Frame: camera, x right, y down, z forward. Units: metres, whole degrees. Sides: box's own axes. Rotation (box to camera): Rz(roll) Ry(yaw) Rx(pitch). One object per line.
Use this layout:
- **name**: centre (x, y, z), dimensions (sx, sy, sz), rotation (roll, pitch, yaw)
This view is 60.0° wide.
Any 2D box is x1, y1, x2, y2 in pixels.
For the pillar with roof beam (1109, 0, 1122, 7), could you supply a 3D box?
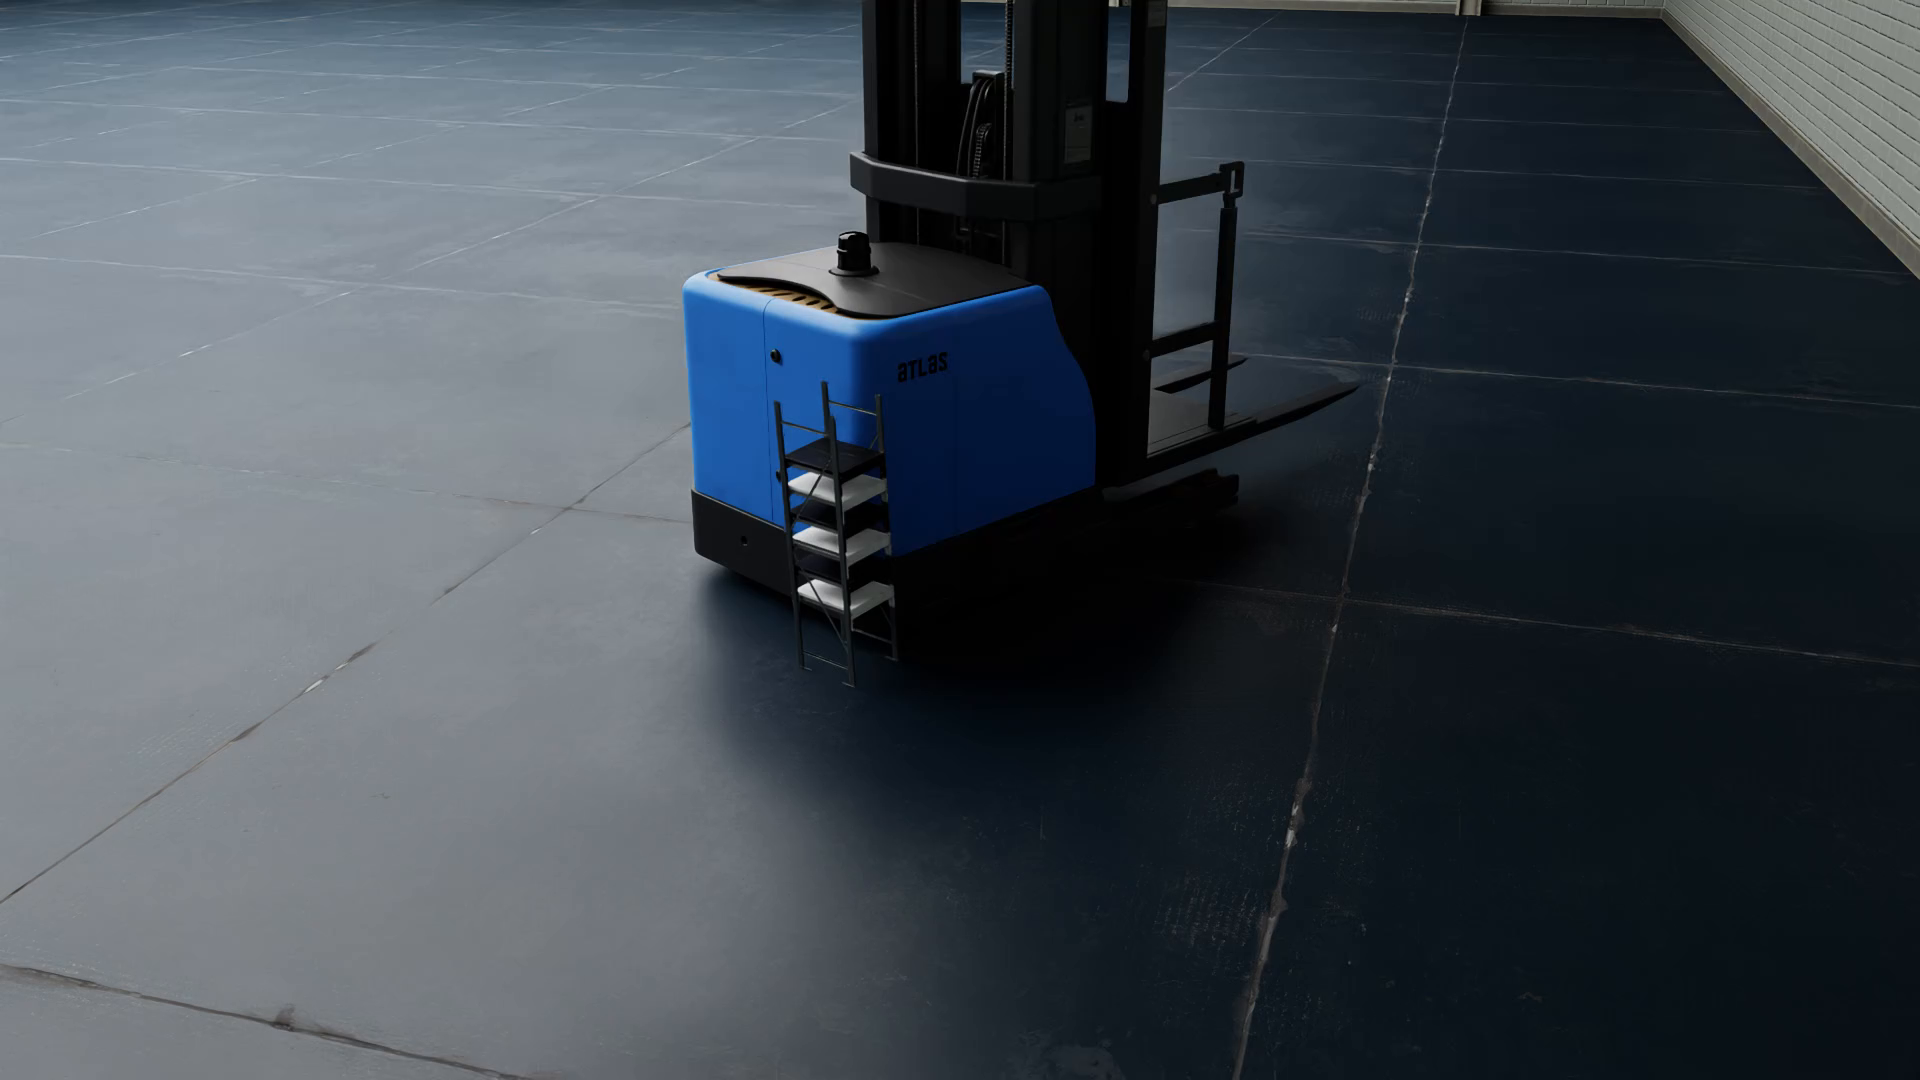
- **pillar with roof beam**: centre (1.358, -11.887, 23.392), dimensions (0.400, 9.000, 9.100), rotation (7, 23, 16)

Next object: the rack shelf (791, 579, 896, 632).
- **rack shelf**: centre (-0.363, 0.181, 5.187), dimensions (0.258, 0.077, 0.200), rotation (17, 32, 35)

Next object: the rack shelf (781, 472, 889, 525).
- **rack shelf**: centre (-0.378, -0.144, 5.033), dimensions (0.258, 0.077, 0.200), rotation (17, 32, 35)

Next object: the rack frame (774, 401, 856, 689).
- **rack frame**: centre (-0.435, 0.025, 5.025), dimensions (0.240, 0.900, 0.006), rotation (17, 32, 35)

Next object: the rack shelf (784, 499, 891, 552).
- **rack shelf**: centre (-0.374, -0.063, 5.072), dimensions (0.258, 0.077, 0.200), rotation (17, 32, 35)

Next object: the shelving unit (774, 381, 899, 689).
- **shelving unit**: centre (-0.372, -0.012, 5.096), dimensions (0.258, 0.900, 0.210), rotation (17, 32, 35)

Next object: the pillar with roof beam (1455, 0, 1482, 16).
- **pillar with roof beam**: centre (7.102, -11.229, 21.788), dimensions (0.400, 9.000, 9.100), rotation (7, 23, 16)

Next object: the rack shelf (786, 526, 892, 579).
- **rack shelf**: centre (-0.370, 0.019, 5.110), dimensions (0.258, 0.077, 0.200), rotation (17, 32, 35)

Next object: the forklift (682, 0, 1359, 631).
- **forklift**: centre (0.448, -1.522, 6.118), dimensions (3.031, 2.935, 1.130), rotation (-20, 30, -40)

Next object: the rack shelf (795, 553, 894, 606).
- **rack shelf**: centre (-0.367, 0.100, 5.148), dimensions (0.258, 0.077, 0.200), rotation (17, 32, 35)

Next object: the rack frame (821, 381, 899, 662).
- **rack frame**: centre (-0.308, -0.048, 5.166), dimensions (0.240, 0.900, 0.006), rotation (17, 32, 35)

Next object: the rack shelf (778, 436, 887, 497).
- **rack shelf**: centre (-0.382, -0.225, 4.995), dimensions (0.258, 0.077, 0.200), rotation (17, 32, 35)
